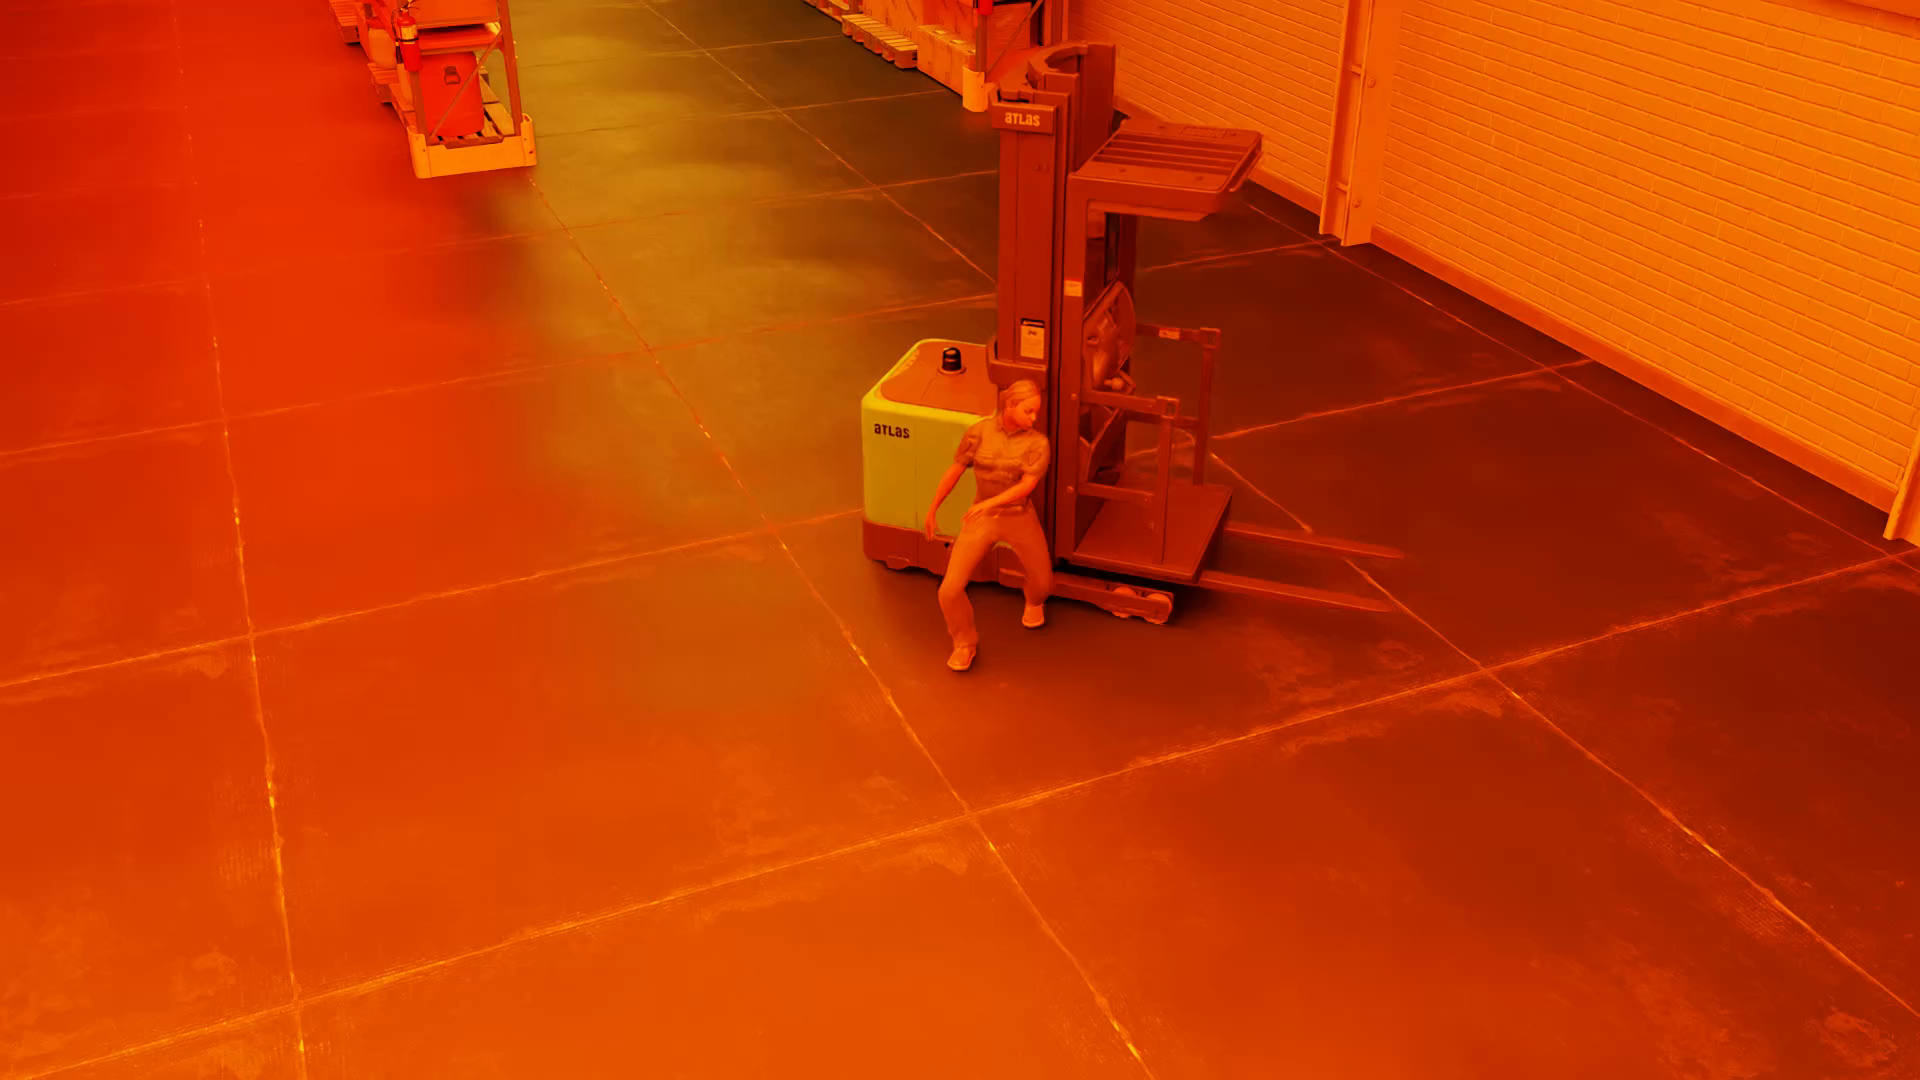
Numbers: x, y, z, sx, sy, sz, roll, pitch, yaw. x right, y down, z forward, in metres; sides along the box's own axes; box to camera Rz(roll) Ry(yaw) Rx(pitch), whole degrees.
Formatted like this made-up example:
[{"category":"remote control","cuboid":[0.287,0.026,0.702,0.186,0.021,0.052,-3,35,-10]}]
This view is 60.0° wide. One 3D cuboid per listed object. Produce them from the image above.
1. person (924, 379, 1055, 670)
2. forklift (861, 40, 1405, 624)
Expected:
[{"category":"person","cuboid":[0.159,-0.091,8.693,0.696,1.523,0.820,1,30,1]},{"category":"forklift","cuboid":[1.002,-1.103,9.050,3.031,2.935,1.130,10,31,17]}]
